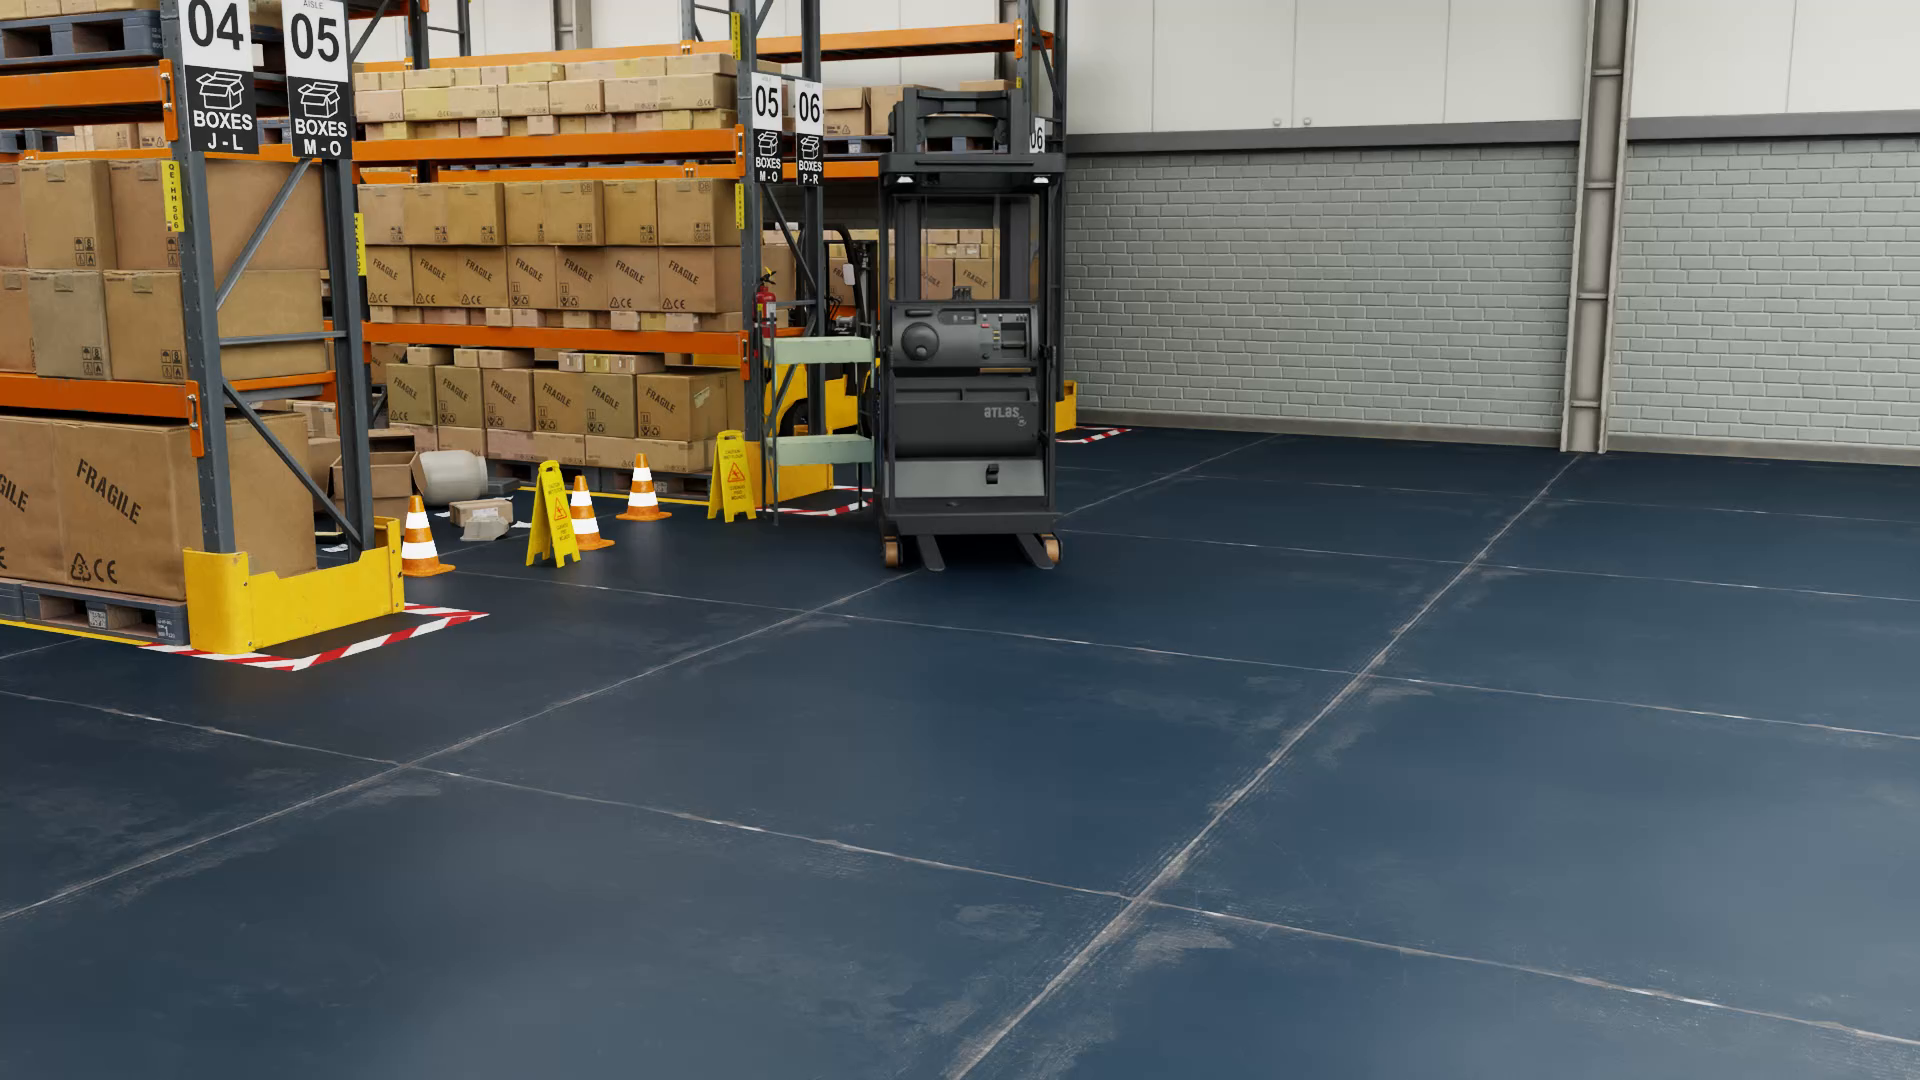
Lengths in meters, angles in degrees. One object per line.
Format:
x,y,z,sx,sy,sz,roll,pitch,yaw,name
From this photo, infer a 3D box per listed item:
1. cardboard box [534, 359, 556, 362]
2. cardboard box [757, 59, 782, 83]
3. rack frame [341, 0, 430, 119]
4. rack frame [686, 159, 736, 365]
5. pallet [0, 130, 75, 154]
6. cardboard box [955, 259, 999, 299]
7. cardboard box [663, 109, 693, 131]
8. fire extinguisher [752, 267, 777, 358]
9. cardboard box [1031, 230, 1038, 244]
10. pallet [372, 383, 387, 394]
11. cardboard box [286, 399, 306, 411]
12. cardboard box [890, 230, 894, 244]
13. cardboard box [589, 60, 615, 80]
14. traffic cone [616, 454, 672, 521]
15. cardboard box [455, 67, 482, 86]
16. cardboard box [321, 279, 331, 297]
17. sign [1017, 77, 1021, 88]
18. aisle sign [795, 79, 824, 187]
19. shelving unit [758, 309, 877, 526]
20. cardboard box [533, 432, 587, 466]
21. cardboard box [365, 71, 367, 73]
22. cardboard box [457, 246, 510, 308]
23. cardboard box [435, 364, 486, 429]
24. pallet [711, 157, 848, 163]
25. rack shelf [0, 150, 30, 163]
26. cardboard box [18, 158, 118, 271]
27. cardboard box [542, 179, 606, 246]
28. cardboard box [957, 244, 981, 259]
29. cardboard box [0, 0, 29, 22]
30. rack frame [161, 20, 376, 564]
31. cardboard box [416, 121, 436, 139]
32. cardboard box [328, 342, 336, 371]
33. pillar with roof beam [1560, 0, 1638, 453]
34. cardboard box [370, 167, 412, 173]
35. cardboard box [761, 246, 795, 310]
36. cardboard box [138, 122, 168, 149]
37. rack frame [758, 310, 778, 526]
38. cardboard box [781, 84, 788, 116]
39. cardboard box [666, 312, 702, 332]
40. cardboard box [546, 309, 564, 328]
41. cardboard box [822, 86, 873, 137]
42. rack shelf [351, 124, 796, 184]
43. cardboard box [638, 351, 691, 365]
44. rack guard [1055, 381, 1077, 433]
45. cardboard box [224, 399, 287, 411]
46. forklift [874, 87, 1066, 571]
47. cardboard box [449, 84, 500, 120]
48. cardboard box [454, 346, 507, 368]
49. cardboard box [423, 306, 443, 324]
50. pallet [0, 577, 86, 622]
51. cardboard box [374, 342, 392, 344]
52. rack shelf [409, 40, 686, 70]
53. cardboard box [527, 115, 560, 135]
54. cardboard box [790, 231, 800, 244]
-3.837,-1.312,14.491,0.500,0.500,0.500,5,12,27,cardboard box
-1.584,-3.623,12.868,0.250,0.149,0.380,5,11,25,cardboard box
-4.943,-5.085,14.057,0.127,3.000,1.000,5,11,26,rack frame
-2.750,-2.926,18.973,0.127,3.000,1.000,5,11,26,rack frame
-9.131,-3.873,16.316,1.003,0.211,1.213,6,12,28,pallet
0.280,-2.656,17.205,0.500,0.500,0.500,5,11,25,cardboard box
-2.037,-3.168,12.592,0.250,0.149,0.380,5,11,26,cardboard box
-1.457,-1.697,12.400,0.183,0.674,0.296,5,11,26,fire extinguisher
0.631,-3.186,17.473,0.250,0.149,0.380,5,11,25,cardboard box
-6.990,-1.934,21.321,1.213,0.211,1.003,5,11,26,pallet
-6.060,-1.143,15.324,0.625,0.372,0.950,6,12,29,cardboard box
-0.532,-3.185,17.467,0.250,0.149,0.380,5,12,27,cardboard box
-2.662,-3.634,12.930,0.250,0.149,0.380,5,11,26,cardboard box
-2.312,-0.397,12.124,0.334,0.463,0.336,5,11,26,traffic cone
-3.857,-3.726,13.438,0.250,0.149,0.380,5,11,24,cardboard box
-5.526,-2.212,14.556,0.250,0.149,0.380,5,11,27,cardboard box
0.585,-4.398,16.419,0.005,0.325,0.100,5,11,26,sign
-1.163,-3.141,12.864,0.004,0.787,0.394,5,11,26,aisle sign
-1.023,-0.894,11.958,0.755,1.500,0.431,-4,11,-20,shelving unit
-3.132,-0.774,13.627,0.500,0.250,0.500,5,11,24,cardboard box
-5.741,-4.135,15.071,0.500,0.250,0.500,5,11,25,cardboard box
-3.767,-2.171,13.690,0.500,0.500,0.500,5,11,25,cardboard box
-4.048,-1.225,14.014,0.500,0.500,0.500,6,12,28,cardboard box
-1.974,-4.295,18.365,1.213,0.211,1.003,5,11,26,pallet
-10.324,-3.727,17.000,4.000,0.370,1.077,5,11,26,rack shelf
-4.305,-1.688,8.681,0.550,0.550,0.875,5,11,26,cardboard box
-2.864,-2.575,13.113,0.500,0.500,0.700,5,11,25,cardboard box
0.160,-2.977,17.153,0.250,0.149,0.380,5,12,27,cardboard box
-4.586,-2.659,8.324,0.250,0.149,0.380,5,11,26,cardboard box
-3.455,-1.019,8.437,0.127,3.000,1.000,5,11,26,rack frame
-4.291,-3.390,13.820,0.250,0.149,0.380,5,11,26,cardboard box
-7.726,-2.298,21.346,0.500,0.500,0.500,6,12,28,cardboard box
4.088,-4.601,11.384,0.400,9.000,9.100,5,11,26,pillar with roof beam
-6.905,-4.645,20.470,0.500,0.250,0.500,5,11,24,cardboard box
-1.658,-2.095,13.265,0.500,0.500,0.500,5,11,25,cardboard box
-7.149,-3.859,15.417,0.637,0.503,0.797,5,11,26,cardboard box
-1.366,-0.871,11.834,0.023,1.500,0.400,-4,11,-20,rack frame
-1.689,-3.448,13.023,0.500,0.250,0.500,5,11,25,cardboard box
-2.062,-1.691,12.858,0.250,0.149,0.380,5,11,25,cardboard box
-3.148,-1.813,13.528,0.250,0.149,0.380,5,11,26,cardboard box
-1.050,-4.538,17.709,0.637,0.503,0.797,5,12,28,cardboard box
-3.149,-3.097,13.517,4.000,0.370,1.077,5,11,26,rack shelf
-3.223,-2.003,19.364,0.625,0.625,0.875,6,12,28,cardboard box
0.859,-1.379,17.443,0.348,0.500,1.175,5,11,26,rack guard
-5.704,-0.989,13.162,0.500,0.500,0.500,5,11,26,cardboard box
0.050,-1.332,10.359,1.130,2.935,3.031,-1,10,-5,forklift
-3.759,-3.522,13.431,0.500,0.250,0.500,5,11,26,cardboard box
-3.986,-1.525,13.849,0.250,0.149,0.380,6,12,28,cardboard box
-4.301,-1.905,14.040,0.250,0.149,0.380,5,11,26,cardboard box
-5.297,0.206,9.497,1.213,0.211,1.003,5,11,26,pallet
-7.150,-2.552,20.925,0.250,0.149,0.380,4,11,23,cardboard box
-4.543,-5.484,19.409,4.000,0.370,1.077,5,11,26,rack shelf
-3.197,-3.267,13.142,0.250,0.149,0.380,5,11,25,cardboard box
-1.658,-3.290,18.050,0.250,0.149,0.380,5,11,25,cardboard box
